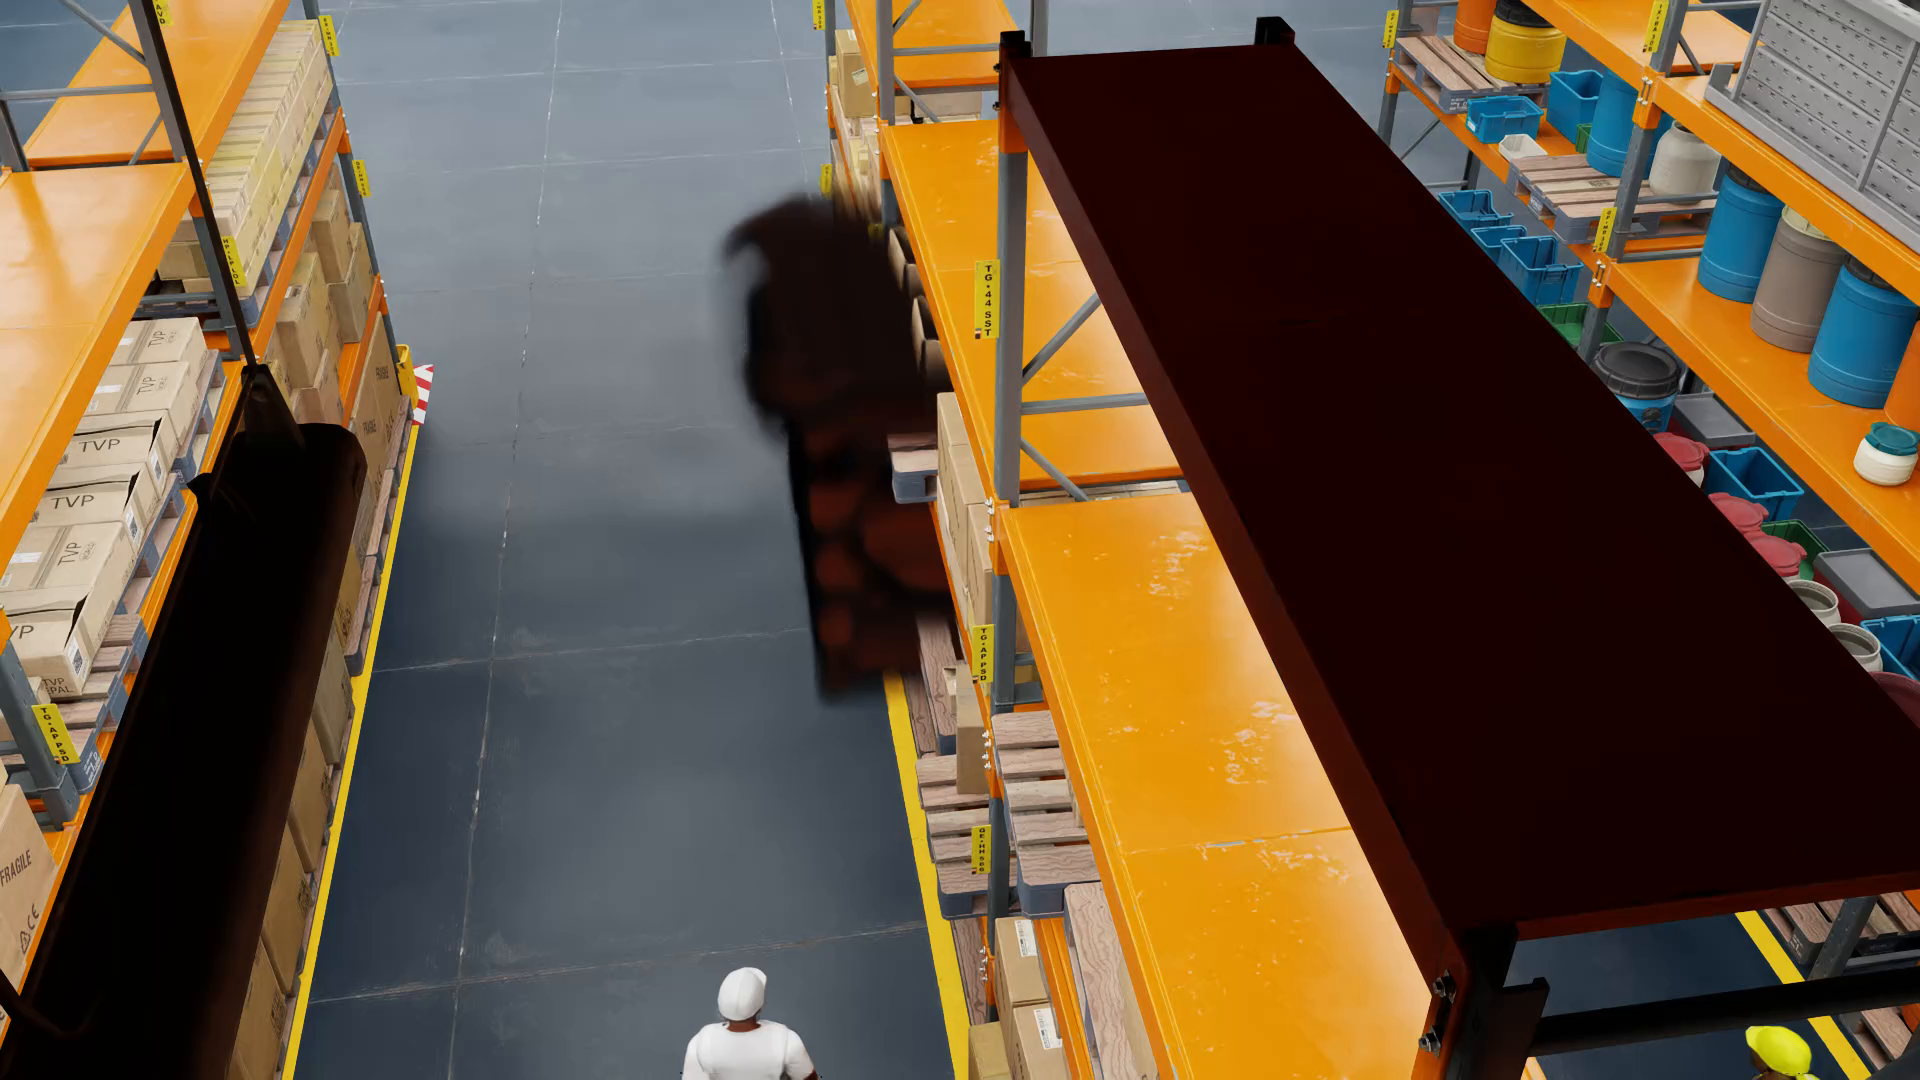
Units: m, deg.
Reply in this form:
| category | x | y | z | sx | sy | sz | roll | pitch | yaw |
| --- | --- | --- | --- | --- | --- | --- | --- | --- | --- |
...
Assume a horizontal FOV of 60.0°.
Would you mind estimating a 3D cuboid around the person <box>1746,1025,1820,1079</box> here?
| category | x | y | z | sx | sy | sz | roll | pitch | yaw |
| --- | --- | --- | --- | --- | --- | --- | --- | --- | --- |
| person | 3.770 | 2.939 | 7.962 | 0.707 | 1.657 | 1.080 | -8 | 37 | -11 |

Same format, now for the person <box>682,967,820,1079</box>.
| category | x | y | z | sx | sy | sz | roll | pitch | yaw |
| --- | --- | --- | --- | --- | --- | --- | --- | --- | --- |
| person | -0.987 | 2.642 | 7.926 | 0.652 | 1.726 | 0.995 | -3 | 36 | -4 |
